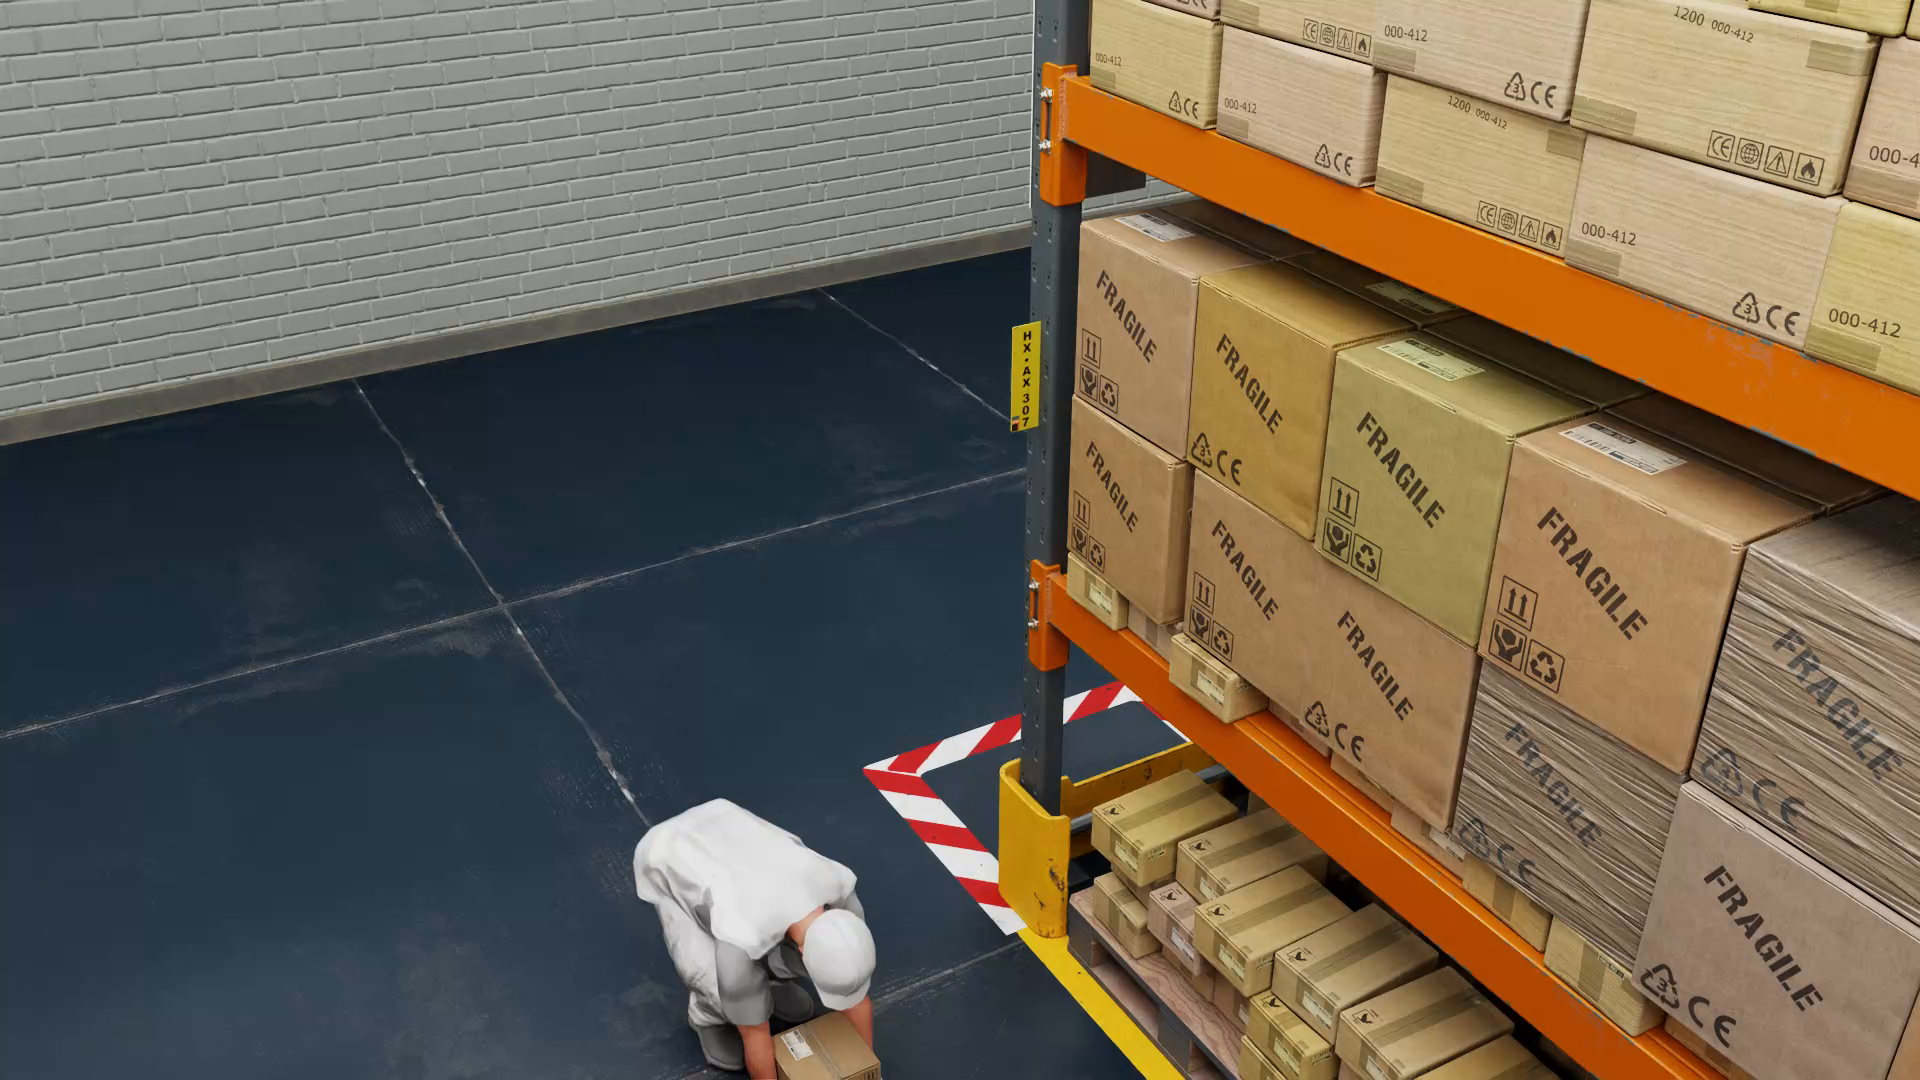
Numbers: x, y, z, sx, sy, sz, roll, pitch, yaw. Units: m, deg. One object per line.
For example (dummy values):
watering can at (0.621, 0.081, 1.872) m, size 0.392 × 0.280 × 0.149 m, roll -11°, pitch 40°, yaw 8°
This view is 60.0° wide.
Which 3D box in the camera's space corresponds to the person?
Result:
person at (-0.576, 1.235, 4.930) m, size 0.517 × 0.799 × 0.959 m, roll -21°, pitch 35°, yaw -33°
